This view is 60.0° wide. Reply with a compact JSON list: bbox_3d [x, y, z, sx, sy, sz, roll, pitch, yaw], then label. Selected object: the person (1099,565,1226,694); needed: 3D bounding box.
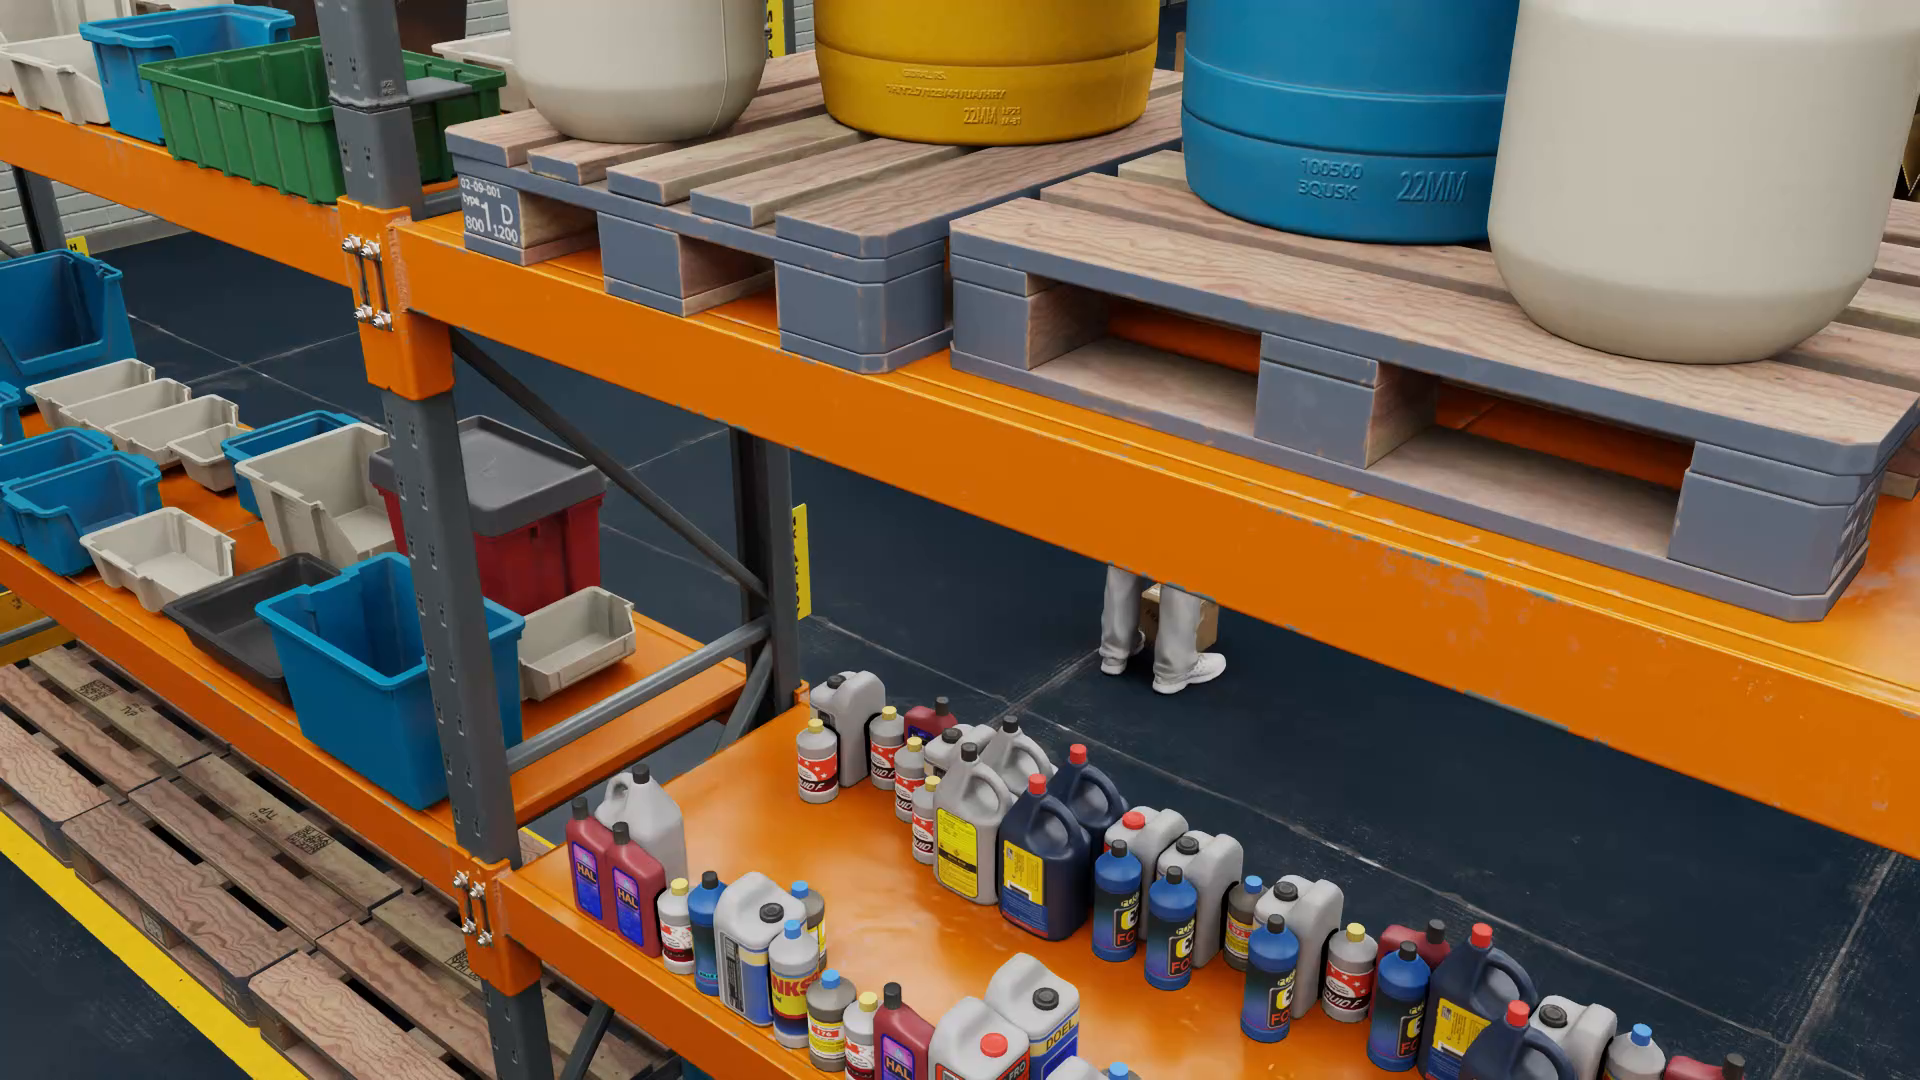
[{"bbox_3d":[0.781,-0.202,6.661,0.653,1.655,0.415,20,33,34],"label":"person"}]
